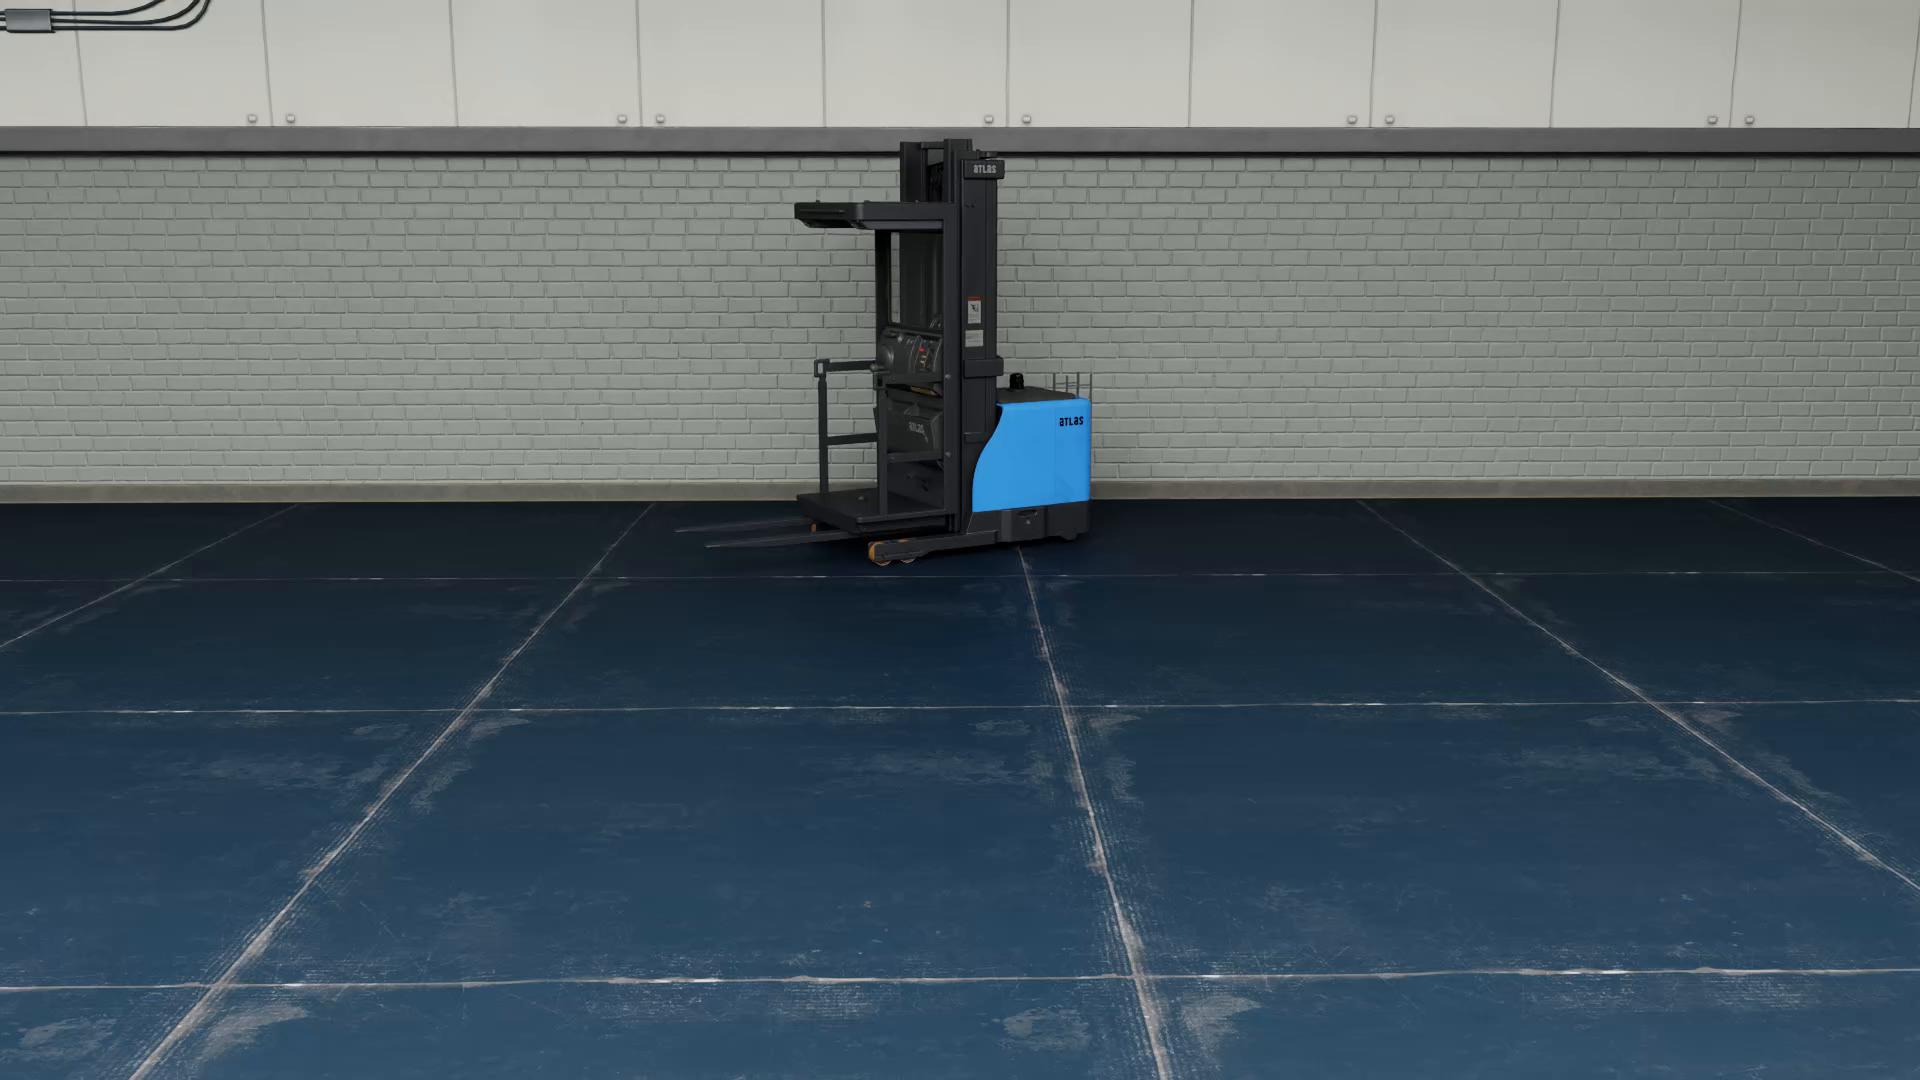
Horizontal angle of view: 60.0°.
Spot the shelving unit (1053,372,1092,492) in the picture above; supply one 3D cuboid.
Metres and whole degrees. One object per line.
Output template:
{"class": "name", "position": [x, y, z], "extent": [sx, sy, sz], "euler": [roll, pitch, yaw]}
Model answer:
{"class": "shelving unit", "position": [0.872, -0.700, 12.991], "extent": [0.258, 1.200, 0.189], "euler": [-6, 13, -28]}

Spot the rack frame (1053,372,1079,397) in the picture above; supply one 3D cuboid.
{"class": "rack frame", "position": [0.827, -0.716, 13.069], "extent": [0.240, 1.200, 0.006], "euler": [-6, 13, -28]}

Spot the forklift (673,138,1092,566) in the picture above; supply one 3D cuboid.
{"class": "forklift", "position": [-0.549, -1.376, 11.969], "extent": [3.031, 2.935, 1.130], "euler": [-6, 13, -28]}

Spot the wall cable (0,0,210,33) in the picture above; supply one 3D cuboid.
{"class": "wall cable", "position": [-7.104, -6.383, 12.837], "extent": [2.305, 6.003, 0.169], "euler": [0, 11, -1]}

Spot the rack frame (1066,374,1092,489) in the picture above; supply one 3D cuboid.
{"class": "rack frame", "position": [0.916, -0.684, 12.912], "extent": [0.240, 1.200, 0.006], "euler": [-6, 13, -28]}
